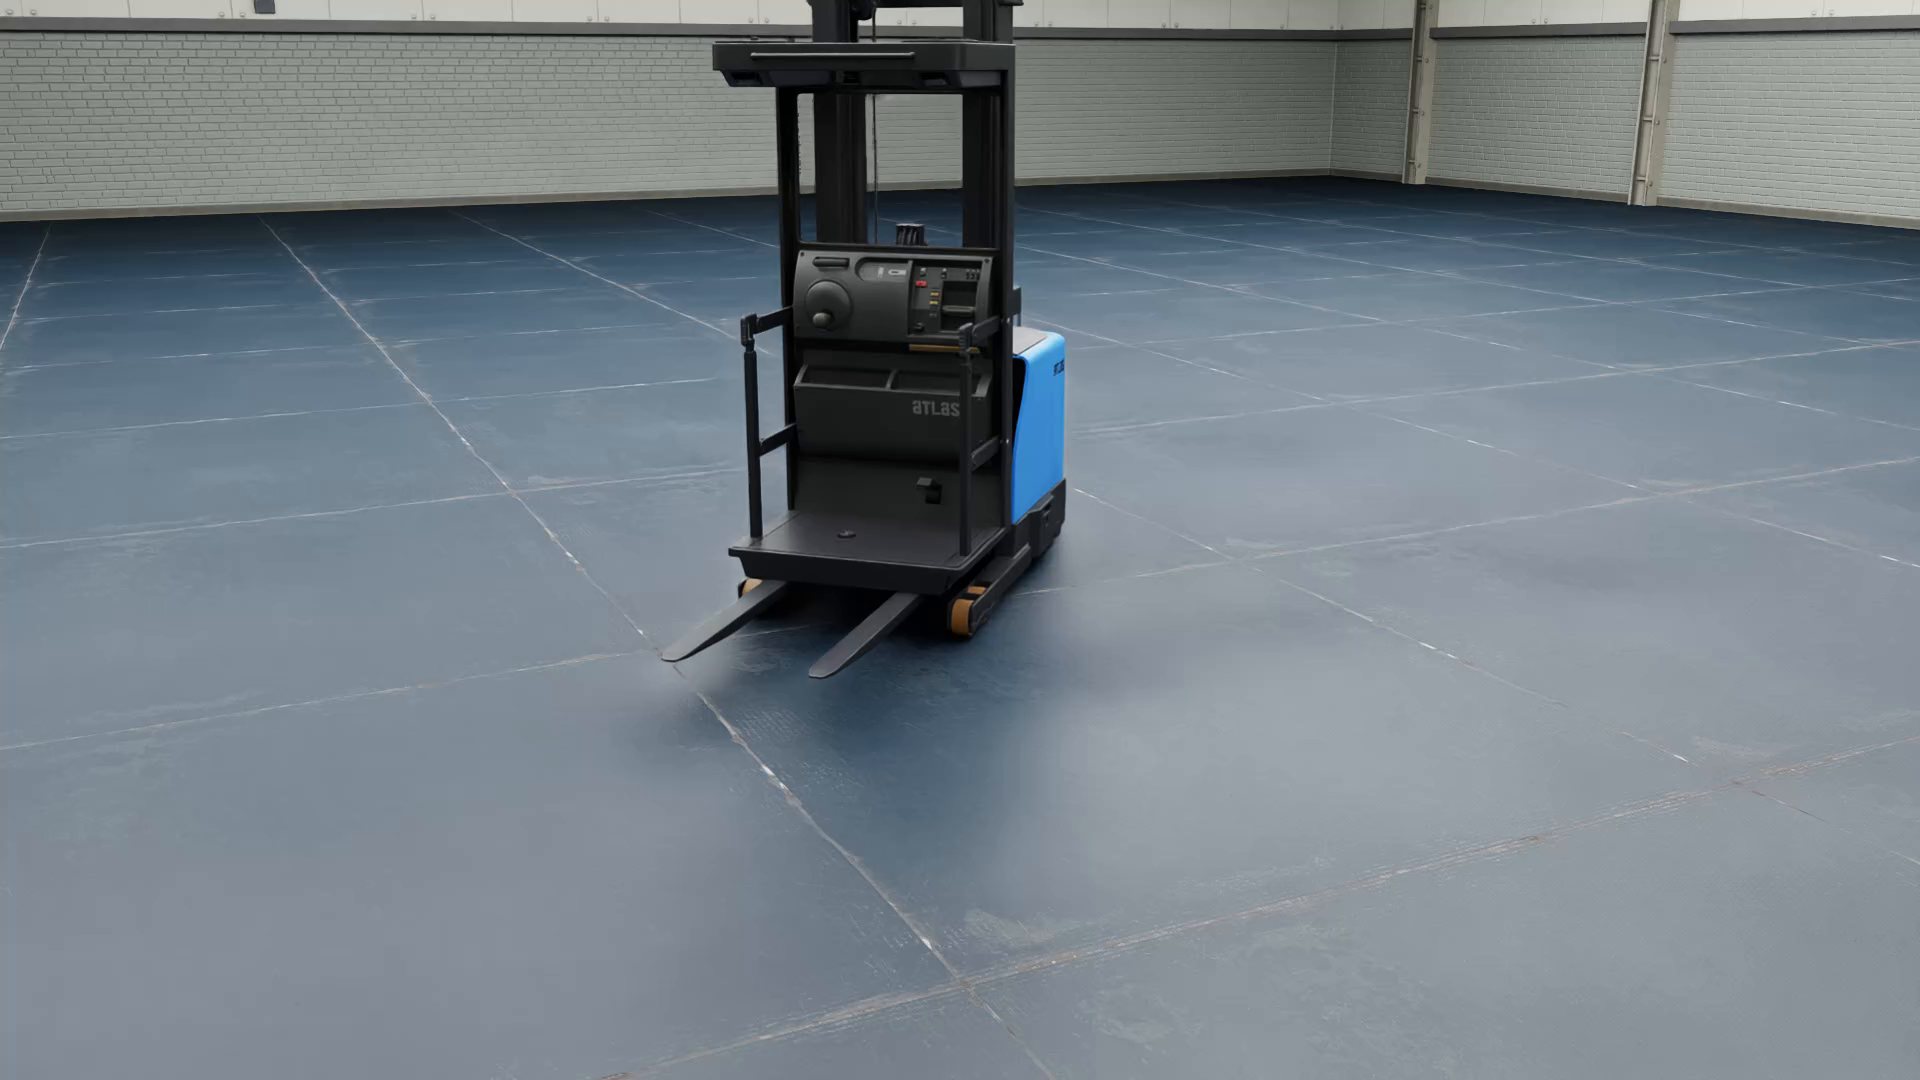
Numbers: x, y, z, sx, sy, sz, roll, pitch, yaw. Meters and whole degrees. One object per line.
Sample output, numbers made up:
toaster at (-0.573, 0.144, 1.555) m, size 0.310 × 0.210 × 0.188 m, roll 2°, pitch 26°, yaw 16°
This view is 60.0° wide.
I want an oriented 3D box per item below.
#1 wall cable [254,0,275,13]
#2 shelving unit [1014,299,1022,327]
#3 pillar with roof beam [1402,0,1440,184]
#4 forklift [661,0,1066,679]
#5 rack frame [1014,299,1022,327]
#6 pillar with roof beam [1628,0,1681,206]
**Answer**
wall cable at (-10.432, -11.607, 26.719) m, size 2.305 × 6.003 × 0.169 m, roll -8°, pitch 18°, yaw -25°
shelving unit at (0.186, -0.696, 9.000) m, size 0.258 × 1.200 × 0.189 m, roll 5°, pitch 17°, yaw 17°
pillar with roof beam at (5.575, -11.225, 31.553) m, size 9.100 × 9.000 × 0.400 m, roll -8°, pitch 18°, yaw -25°
forklift at (-0.369, -1.109, 7.302) m, size 1.130 × 2.935 × 3.031 m, roll 5°, pitch 17°, yaw 17°
rack frame at (0.214, -0.720, 9.084) m, size 0.240 × 1.200 × 0.006 m, roll 5°, pitch 17°, yaw 17°
pillar with roof beam at (8.204, -9.737, 26.369) m, size 9.100 × 9.000 × 0.400 m, roll -8°, pitch 18°, yaw -25°
